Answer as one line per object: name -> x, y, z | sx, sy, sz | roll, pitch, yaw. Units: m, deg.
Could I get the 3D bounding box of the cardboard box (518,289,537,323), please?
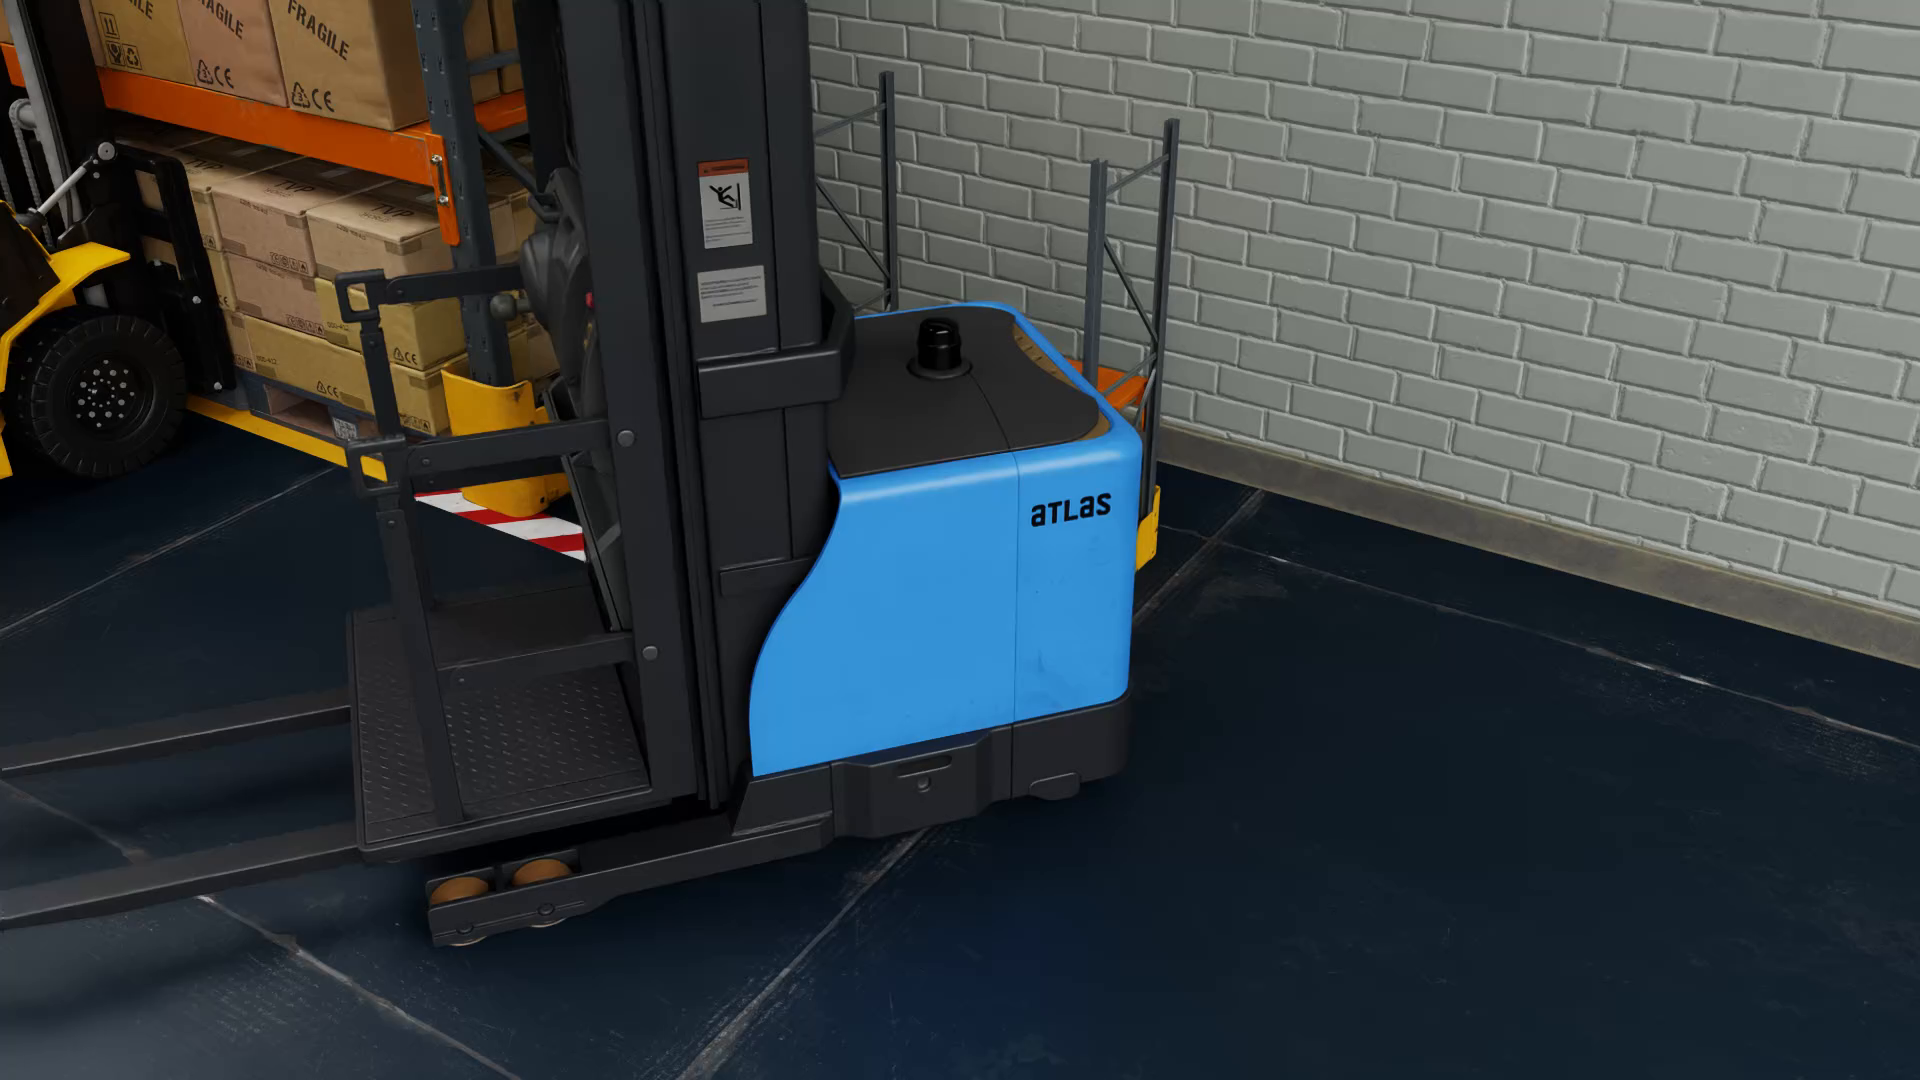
cardboard box -> -1.681, -1.088, 6.454 | 0.500, 0.250, 0.500 | 18, 35, 28

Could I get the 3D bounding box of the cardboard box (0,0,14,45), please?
cardboard box -> -3.665, -2.280, 6.583 | 0.500, 0.500, 0.500 | 17, 34, 27

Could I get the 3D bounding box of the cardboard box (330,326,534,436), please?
cardboard box -> -1.959, -0.648, 6.197 | 0.500, 0.250, 0.500 | 18, 35, 28

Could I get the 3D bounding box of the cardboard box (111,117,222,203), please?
cardboard box -> -3.243, -1.484, 6.636 | 0.500, 0.250, 0.500 | 17, 34, 26

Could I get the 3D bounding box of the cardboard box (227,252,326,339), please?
cardboard box -> -2.391, -1.009, 6.319 | 0.500, 0.250, 0.500 | 17, 34, 27

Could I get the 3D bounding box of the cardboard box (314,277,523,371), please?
cardboard box -> -1.972, -0.870, 6.081 | 0.500, 0.250, 0.500 | 17, 34, 27

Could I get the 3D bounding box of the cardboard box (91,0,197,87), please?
cardboard box -> -2.819, -2.007, 6.114 | 0.500, 0.500, 0.500 | 17, 34, 26

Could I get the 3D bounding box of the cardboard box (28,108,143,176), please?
cardboard box -> -3.683, -1.628, 6.883 | 0.500, 0.250, 0.500 | 19, 35, 29

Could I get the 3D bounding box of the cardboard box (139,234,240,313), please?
cardboard box -> -2.839, -1.139, 6.541 | 0.500, 0.250, 0.500 | 17, 34, 26

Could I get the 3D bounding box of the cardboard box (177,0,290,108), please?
cardboard box -> -2.384, -1.870, 5.879 | 0.500, 0.500, 0.500 | 19, 35, 29

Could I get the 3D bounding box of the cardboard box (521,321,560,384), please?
cardboard box -> -1.705, -0.872, 6.581 | 0.500, 0.250, 0.500 | 18, 35, 28

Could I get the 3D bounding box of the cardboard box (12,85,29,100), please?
cardboard box -> -4.111, -1.756, 7.103 | 0.500, 0.250, 0.500 | 18, 35, 27

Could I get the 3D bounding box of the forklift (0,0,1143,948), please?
forklift -> -1.108, -0.577, 3.831 | 3.031, 2.935, 1.130 | -10, 32, -16

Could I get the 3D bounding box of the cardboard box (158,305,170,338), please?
cardboard box -> -3.246, -1.053, 6.890 | 0.500, 0.250, 0.500 | 19, 35, 29

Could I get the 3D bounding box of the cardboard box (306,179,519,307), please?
cardboard box -> -1.949, -1.079, 5.943 | 0.500, 0.250, 0.500 | 19, 35, 29

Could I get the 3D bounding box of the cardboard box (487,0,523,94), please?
cardboard box -> -1.665, -1.958, 6.030 | 0.500, 0.500, 0.500 | 19, 35, 29

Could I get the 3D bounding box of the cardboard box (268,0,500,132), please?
cardboard box -> -1.950, -1.727, 5.634 | 0.500, 0.500, 0.500 | 17, 34, 26

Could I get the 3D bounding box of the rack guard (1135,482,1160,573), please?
rack guard -> 0.486, 0.046, 5.423 | 0.087, 0.250, 0.587 | 18, 35, 27

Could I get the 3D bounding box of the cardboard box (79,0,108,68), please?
cardboard box -> -3.250, -2.137, 6.336 | 0.500, 0.500, 0.500 | 18, 35, 28

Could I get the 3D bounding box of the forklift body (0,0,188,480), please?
forklift body -> -3.969, -1.026, 5.375 | 1.214, 2.155, 2.313 | 18, 35, 27

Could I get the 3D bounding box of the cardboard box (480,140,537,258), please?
cardboard box -> -1.700, -1.299, 6.319 | 0.500, 0.250, 0.500 | 17, 34, 27

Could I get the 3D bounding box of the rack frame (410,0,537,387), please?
rack frame -> -1.393, -1.664, 5.625 | 0.127, 3.000, 1.000 | 18, 35, 27

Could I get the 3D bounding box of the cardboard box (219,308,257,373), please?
cardboard box -> -2.794, -0.923, 6.668 | 0.500, 0.250, 0.500 | 18, 35, 28

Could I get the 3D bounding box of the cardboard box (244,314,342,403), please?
cardboard box -> -2.376, -0.786, 6.432 | 0.500, 0.250, 0.500 | 18, 35, 27

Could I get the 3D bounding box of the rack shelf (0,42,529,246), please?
rack shelf -> -3.087, -1.889, 6.725 | 4.000, 0.370, 1.077 | 18, 35, 27

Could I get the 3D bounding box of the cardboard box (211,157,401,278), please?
cardboard box -> -2.385, -1.214, 6.173 | 0.500, 0.250, 0.500 | 18, 35, 28

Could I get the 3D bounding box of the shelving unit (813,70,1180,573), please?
shelving unit -> 0.065, -0.627, 5.337 | 1.083, 1.500, 0.587 | 18, 35, 27

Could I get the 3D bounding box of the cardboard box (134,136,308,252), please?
cardboard box -> -2.818, -1.345, 6.398 | 0.500, 0.250, 0.500 | 18, 35, 28

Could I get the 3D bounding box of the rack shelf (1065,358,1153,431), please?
rack shelf -> 0.072, -0.470, 5.424 | 1.000, 0.185, 0.538 | 18, 35, 27

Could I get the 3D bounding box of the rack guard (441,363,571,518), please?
rack guard -> -1.373, -0.577, 6.244 | 0.348, 0.500, 1.175 | 18, 35, 27

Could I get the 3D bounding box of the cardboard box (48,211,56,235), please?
cardboard box -> -3.688, -1.410, 7.006 | 0.500, 0.250, 0.500 | 17, 34, 27

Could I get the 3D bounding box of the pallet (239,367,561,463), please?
pallet -> -2.063, -0.646, 6.648 | 1.213, 0.211, 1.003 | 18, 35, 27

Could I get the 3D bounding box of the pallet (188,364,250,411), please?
pallet -> -3.093, -0.973, 7.209 | 1.213, 0.211, 1.003 | 18, 35, 27

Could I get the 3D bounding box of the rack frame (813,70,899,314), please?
rack frame -> -0.358, -0.761, 5.566 | 0.032, 1.500, 0.500 | 18, 35, 27

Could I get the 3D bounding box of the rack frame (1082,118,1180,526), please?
rack frame -> 0.503, -0.489, 5.099 | 0.032, 1.500, 0.500 | 18, 35, 27
